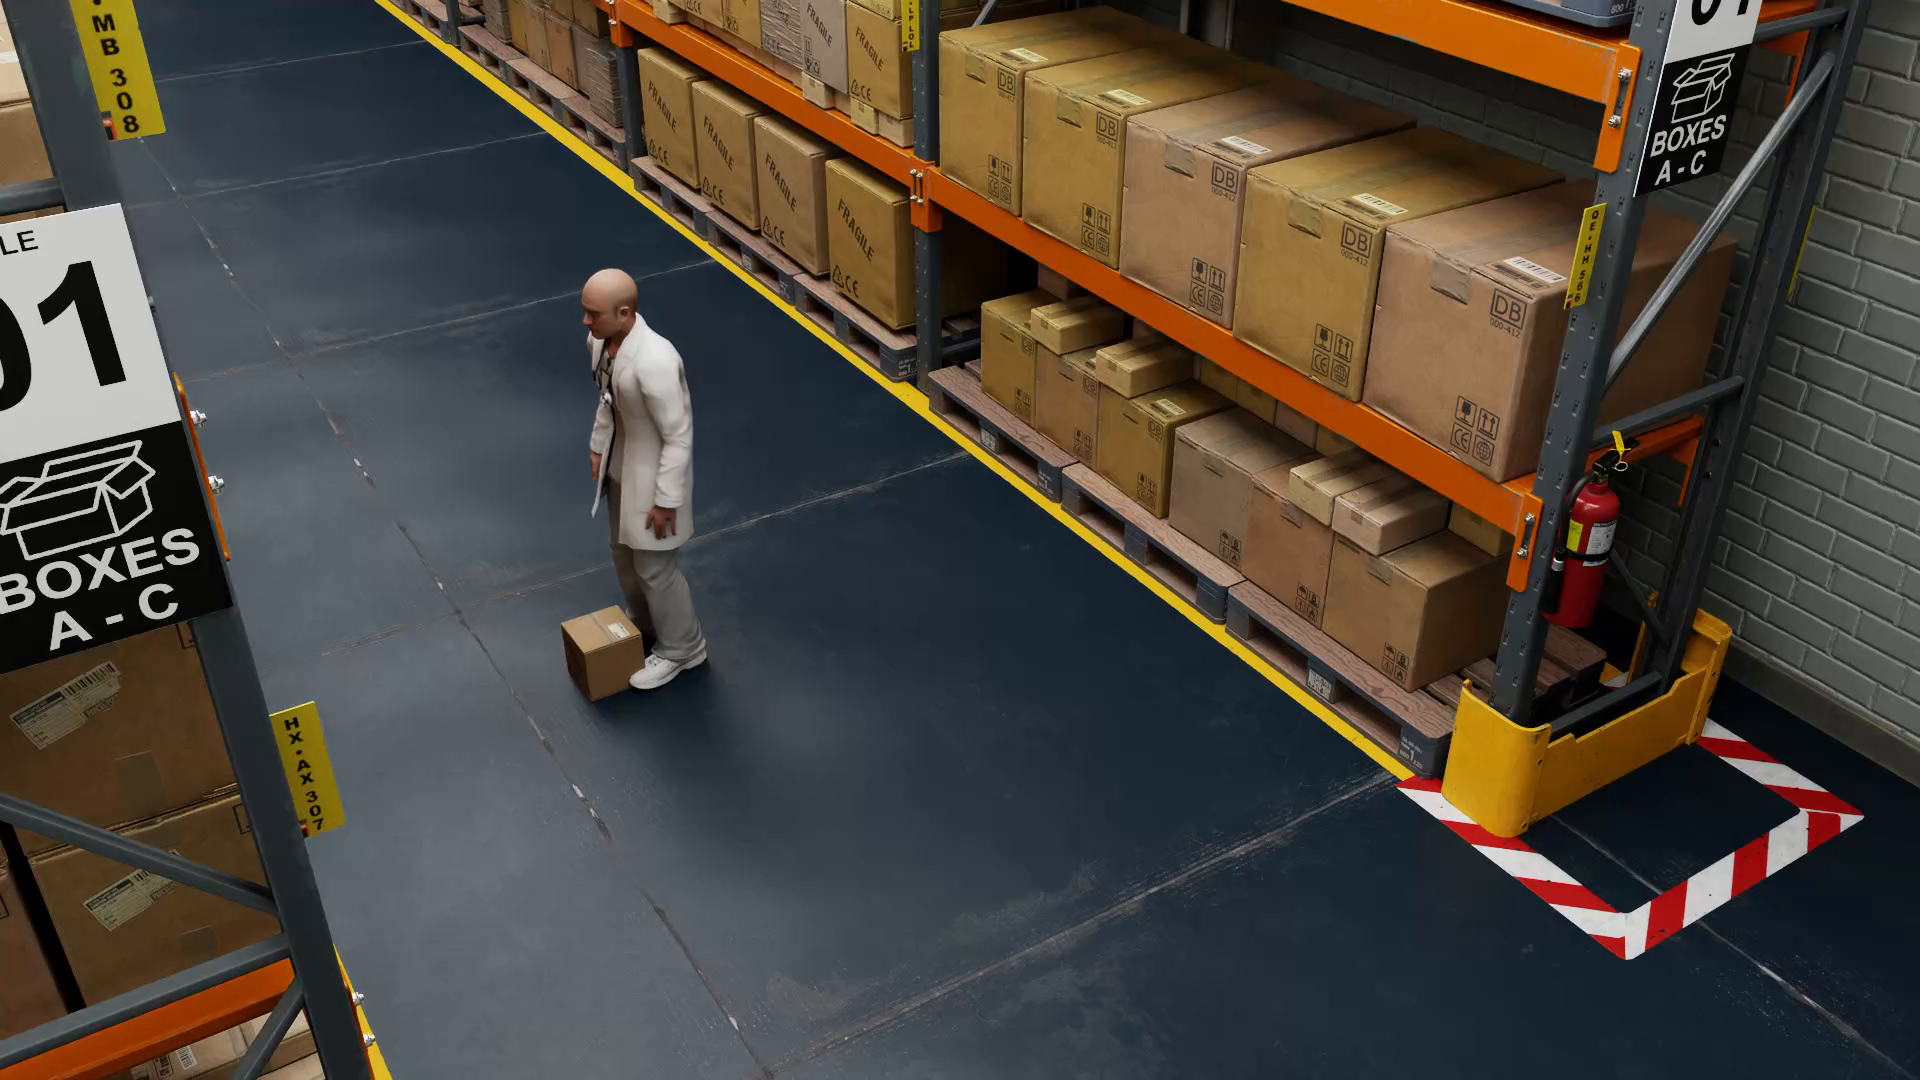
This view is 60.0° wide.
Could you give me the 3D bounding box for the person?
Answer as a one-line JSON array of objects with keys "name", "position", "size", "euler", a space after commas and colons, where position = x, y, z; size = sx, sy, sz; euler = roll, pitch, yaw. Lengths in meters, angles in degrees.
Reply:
[{"name": "person", "position": [-1.256, -0.249, 6.546], "size": [0.420, 1.775, 0.654], "euler": [-21, 38, -30]}]
